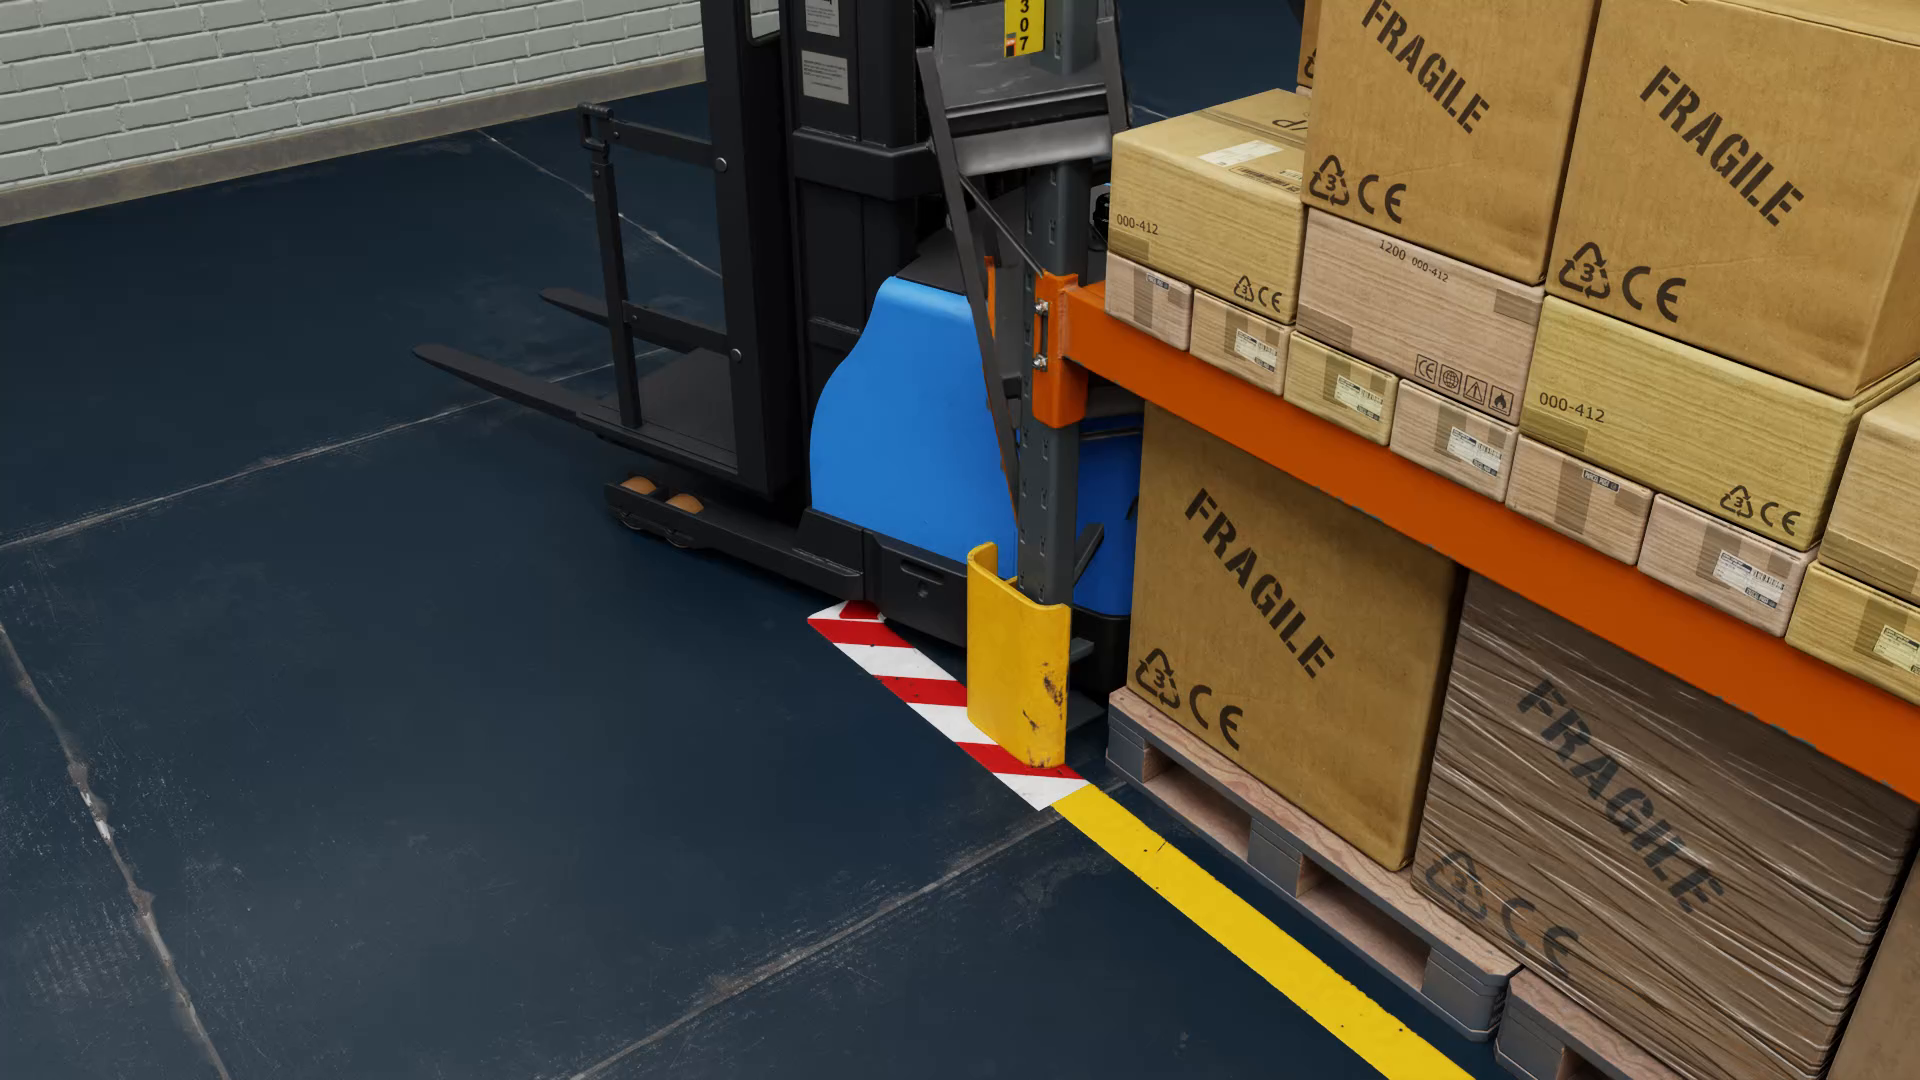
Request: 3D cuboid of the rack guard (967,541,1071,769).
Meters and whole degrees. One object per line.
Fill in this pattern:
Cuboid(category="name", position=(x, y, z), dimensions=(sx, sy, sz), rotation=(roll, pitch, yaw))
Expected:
Cuboid(category="rack guard", position=(0.559, 0.133, 4.561), dimensions=(1.175, 0.500, 0.348), rotation=(-22, 38, -31))

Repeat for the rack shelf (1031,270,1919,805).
Cuboid(category="rack shelf", position=(1.800, 0.221, 2.734), dimensions=(1.077, 0.370, 4.000), rotation=(-22, 38, -31))

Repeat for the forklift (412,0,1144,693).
Cuboid(category="forklift", position=(-0.515, -1.430, 4.774), dimensions=(3.031, 2.935, 1.130), rotation=(20, 37, 29))

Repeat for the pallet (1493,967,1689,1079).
Cuboid(category="pallet", position=(1.870, 1.082, 3.308), dimensions=(1.003, 0.211, 1.213), rotation=(-22, 38, -31))

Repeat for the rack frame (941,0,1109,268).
Cuboid(category="rack frame", position=(0.308, -0.574, 4.375), dimensions=(0.400, 2.100, 0.015), rotation=(-7, 42, 8))

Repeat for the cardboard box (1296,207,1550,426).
Cuboid(category="cardboard box", position=(0.979, -0.479, 3.039), dimensions=(0.500, 0.250, 0.500), rotation=(-23, 38, -32))

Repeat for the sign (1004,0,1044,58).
Cuboid(category="sign", position=(0.132, -1.143, 3.351), dimensions=(0.100, 0.325, 0.005), rotation=(-22, 38, -31))

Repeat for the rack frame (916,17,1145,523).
Cuboid(category="rack frame", position=(0.299, -0.245, 4.015), dimensions=(0.400, 2.100, 0.015), rotation=(-7, 42, 8))

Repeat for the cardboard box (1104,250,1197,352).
Cuboid(category="cardboard box", position=(0.531, -0.557, 3.542), dimensions=(0.380, 0.149, 0.250), rotation=(-22, 38, -31))

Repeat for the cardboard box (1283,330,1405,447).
Cuboid(category="cardboard box", position=(0.847, -0.344, 3.199), dimensions=(0.380, 0.149, 0.250), rotation=(-23, 39, -32))

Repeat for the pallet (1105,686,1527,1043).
Cuboid(category="pallet", position=(1.126, 0.574, 4.126), dimensions=(1.003, 0.211, 1.213), rotation=(-22, 38, -31))

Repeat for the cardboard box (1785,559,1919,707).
Cuboid(category="cardboard box", position=(1.475, 0.084, 2.511), dimensions=(0.380, 0.149, 0.250), rotation=(-23, 39, -33))

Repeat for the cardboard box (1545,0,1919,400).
Cuboid(category="cardboard box", position=(1.284, -0.590, 2.506), dimensions=(0.500, 0.500, 0.500), rotation=(-23, 39, -33))

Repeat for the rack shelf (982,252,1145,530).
Cuboid(category="rack shelf", position=(0.306, -0.399, 4.204), dimensions=(0.431, 0.518, 0.480), rotation=(-7, 42, 8))

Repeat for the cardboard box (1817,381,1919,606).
Cuboid(category="cardboard box", position=(1.608, -0.053, 2.352), dimensions=(0.500, 0.250, 0.500), rotation=(-23, 39, -32))

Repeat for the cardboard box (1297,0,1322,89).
Cuboid(category="cardboard box", position=(1.080, -1.182, 3.459), dimensions=(0.500, 0.500, 0.500), rotation=(-22, 38, -31))

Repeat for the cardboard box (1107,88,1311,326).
Cuboid(category="cardboard box", position=(0.655, -0.694, 3.384), dimensions=(0.500, 0.250, 0.500), rotation=(-23, 39, -33))

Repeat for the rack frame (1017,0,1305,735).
Cuboid(category="rack frame", position=(0.574, -0.918, 3.886), dimensions=(1.000, 3.000, 0.127), rotation=(-22, 38, -31))

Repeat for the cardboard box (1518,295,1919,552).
Cuboid(category="cardboard box", position=(1.284, -0.269, 2.700), dimensions=(0.500, 0.250, 0.500), rotation=(-24, 39, -33))

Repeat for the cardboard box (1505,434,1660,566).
Cuboid(category="cardboard box", position=(1.163, -0.129, 2.853), dimensions=(0.380, 0.149, 0.250), rotation=(-23, 39, -32))

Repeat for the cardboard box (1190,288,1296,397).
Cuboid(category="cardboard box", position=(0.689, -0.451, 3.371), dimensions=(0.380, 0.149, 0.250), rotation=(-23, 38, -32))

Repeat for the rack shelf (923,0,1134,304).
Cuboid(category="rack shelf", position=(0.179, -0.909, 3.742), dimensions=(0.431, 0.518, 0.480), rotation=(-7, 42, 8))

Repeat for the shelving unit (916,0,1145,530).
Cuboid(category="shelving unit", position=(0.304, -0.409, 4.195), dimensions=(0.431, 2.100, 0.503), rotation=(-7, 42, 8))

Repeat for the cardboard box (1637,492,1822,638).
Cuboid(category="cardboard box", position=(1.321, -0.022, 2.680), dimensions=(0.380, 0.149, 0.250), rotation=(-23, 38, -32))

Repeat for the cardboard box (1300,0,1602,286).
Cuboid(category="cardboard box", position=(0.962, -0.804, 2.851), dimensions=(0.500, 0.500, 0.500), rotation=(-23, 39, -32))

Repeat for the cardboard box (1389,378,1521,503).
Cuboid(category="cardboard box", position=(1.008, -0.236, 3.025), dimensions=(0.380, 0.149, 0.250), rotation=(-23, 39, -32))

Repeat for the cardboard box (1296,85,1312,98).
Cuboid(category="cardboard box", position=(1.081, -0.865, 3.660), dimensions=(0.500, 0.250, 0.500), rotation=(-23, 39, -32))

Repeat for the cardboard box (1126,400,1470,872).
Cuboid(category="cardboard box", position=(1.030, 0.047, 3.948), dimensions=(0.875, 0.875, 0.875), rotation=(-22, 38, -31))

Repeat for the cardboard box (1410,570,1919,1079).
Cuboid(category="cardboard box", position=(1.588, 0.426, 3.337), dimensions=(0.875, 0.875, 0.875), rotation=(-22, 38, -31))
